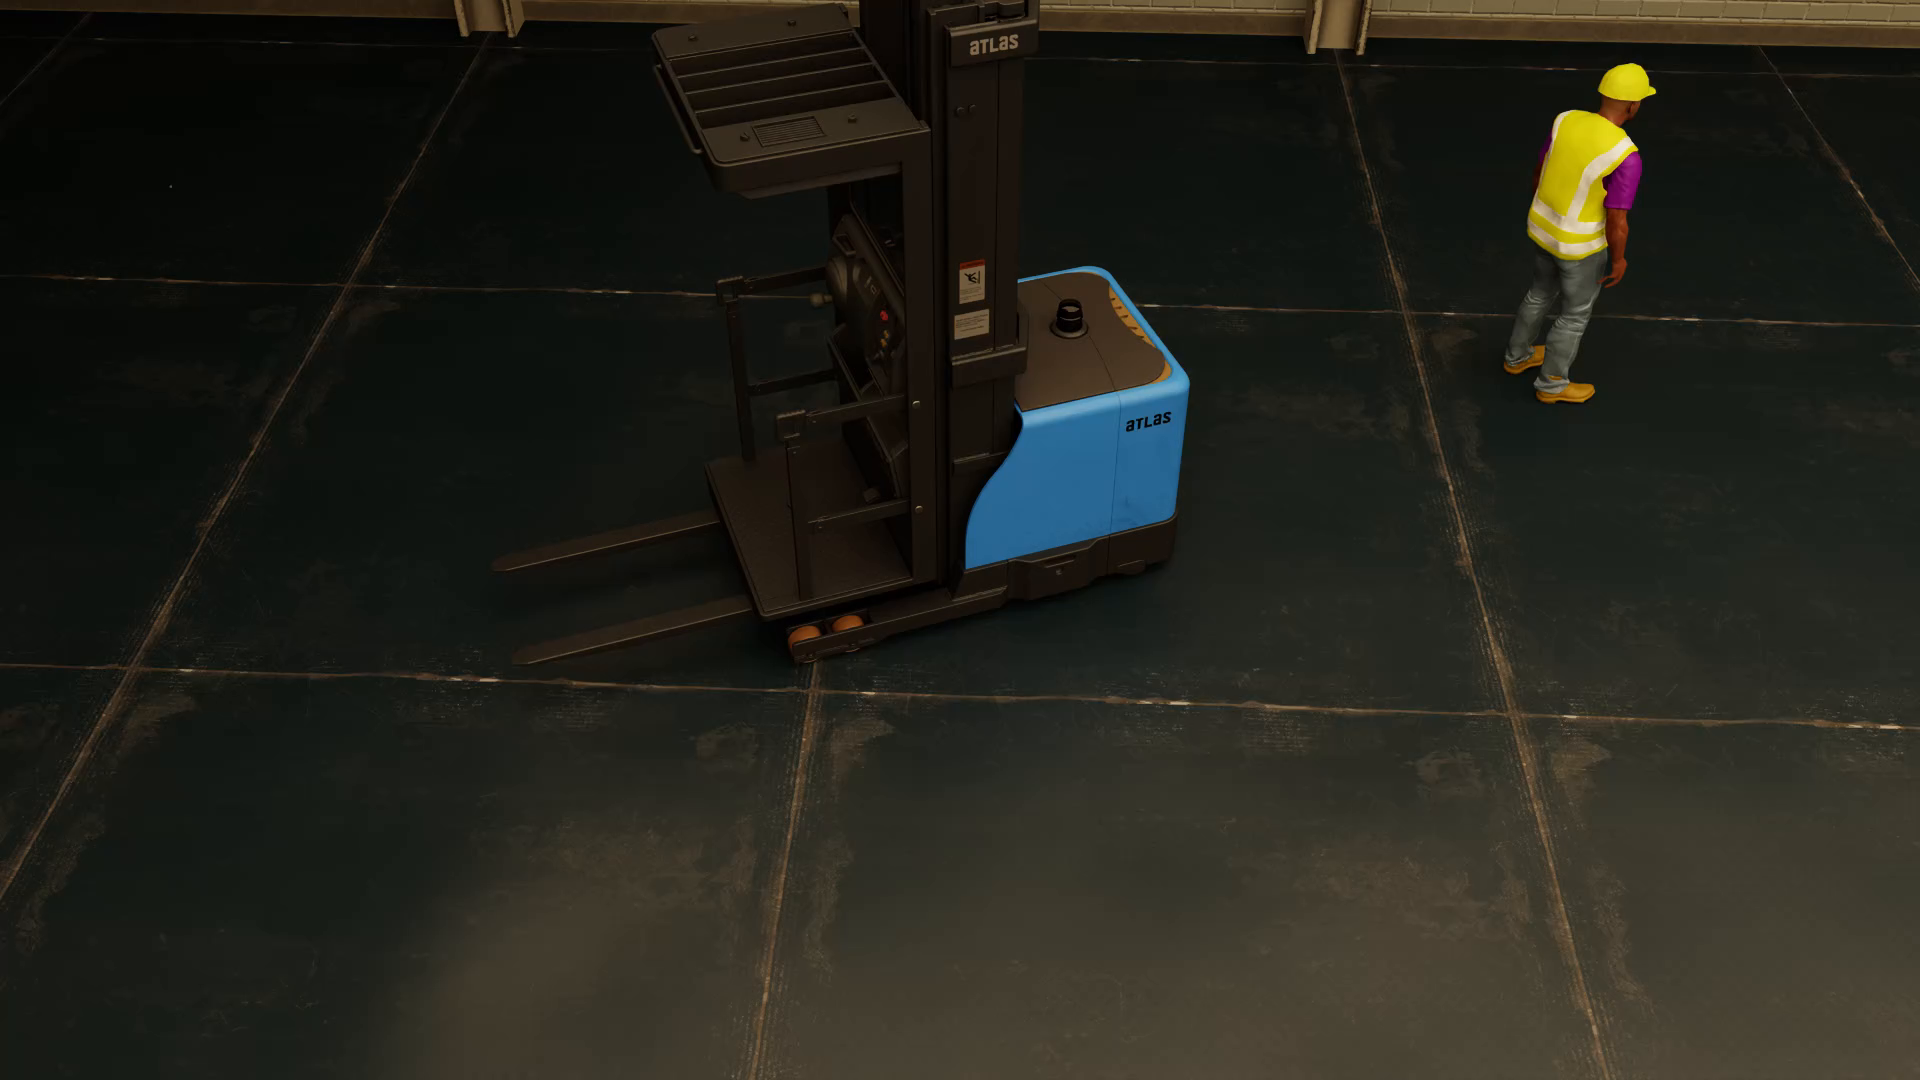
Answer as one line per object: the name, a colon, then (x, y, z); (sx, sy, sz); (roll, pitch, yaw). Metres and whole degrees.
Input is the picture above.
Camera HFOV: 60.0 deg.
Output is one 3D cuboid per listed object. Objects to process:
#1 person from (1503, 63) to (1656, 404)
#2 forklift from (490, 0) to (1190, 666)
person: (3.070, -1.525, 8.284); (0.454, 1.761, 0.636); (-17, 45, -17)
forklift: (-0.573, -0.945, 6.778); (3.031, 2.935, 1.130); (-13, 44, -14)
